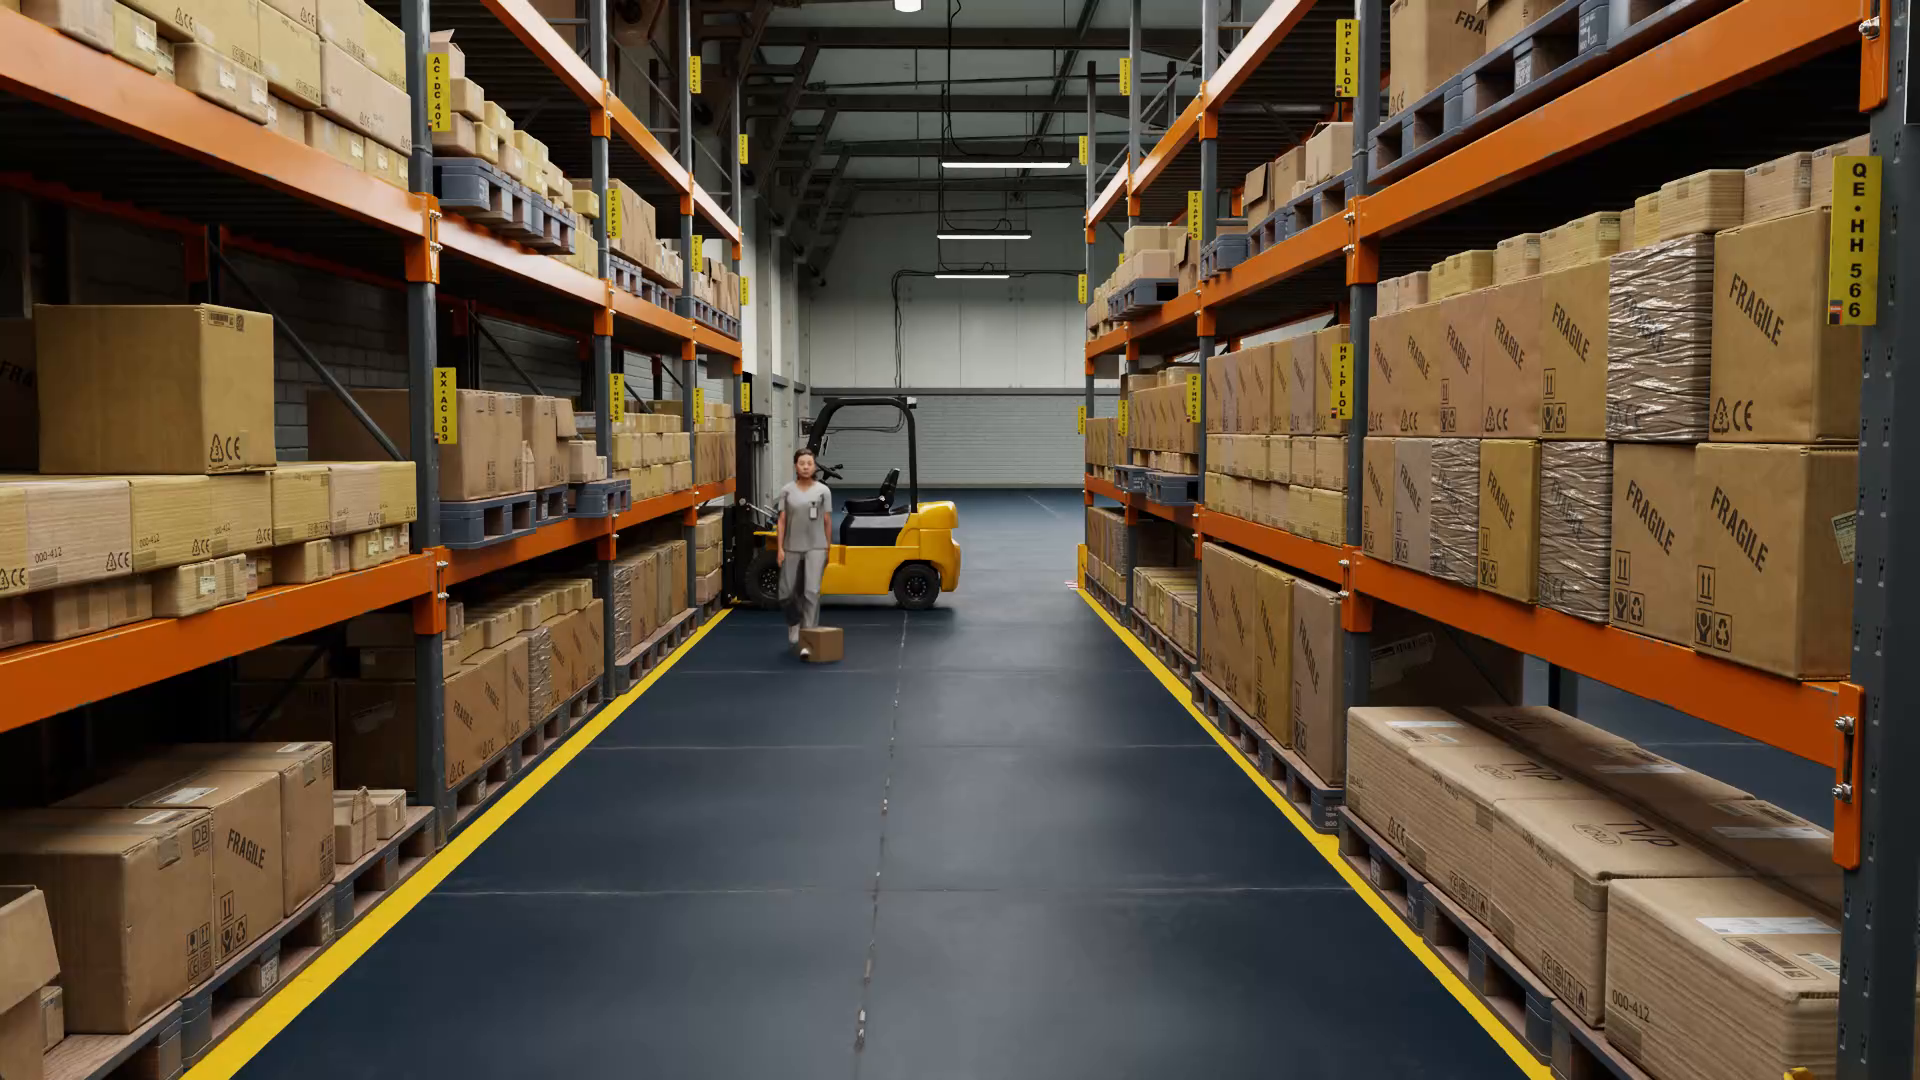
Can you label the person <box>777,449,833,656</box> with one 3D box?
[{"bbox_3d":[-1.248,0.089,13.421,0.445,1.649,0.743,0,4,1],"label":"person"}]
